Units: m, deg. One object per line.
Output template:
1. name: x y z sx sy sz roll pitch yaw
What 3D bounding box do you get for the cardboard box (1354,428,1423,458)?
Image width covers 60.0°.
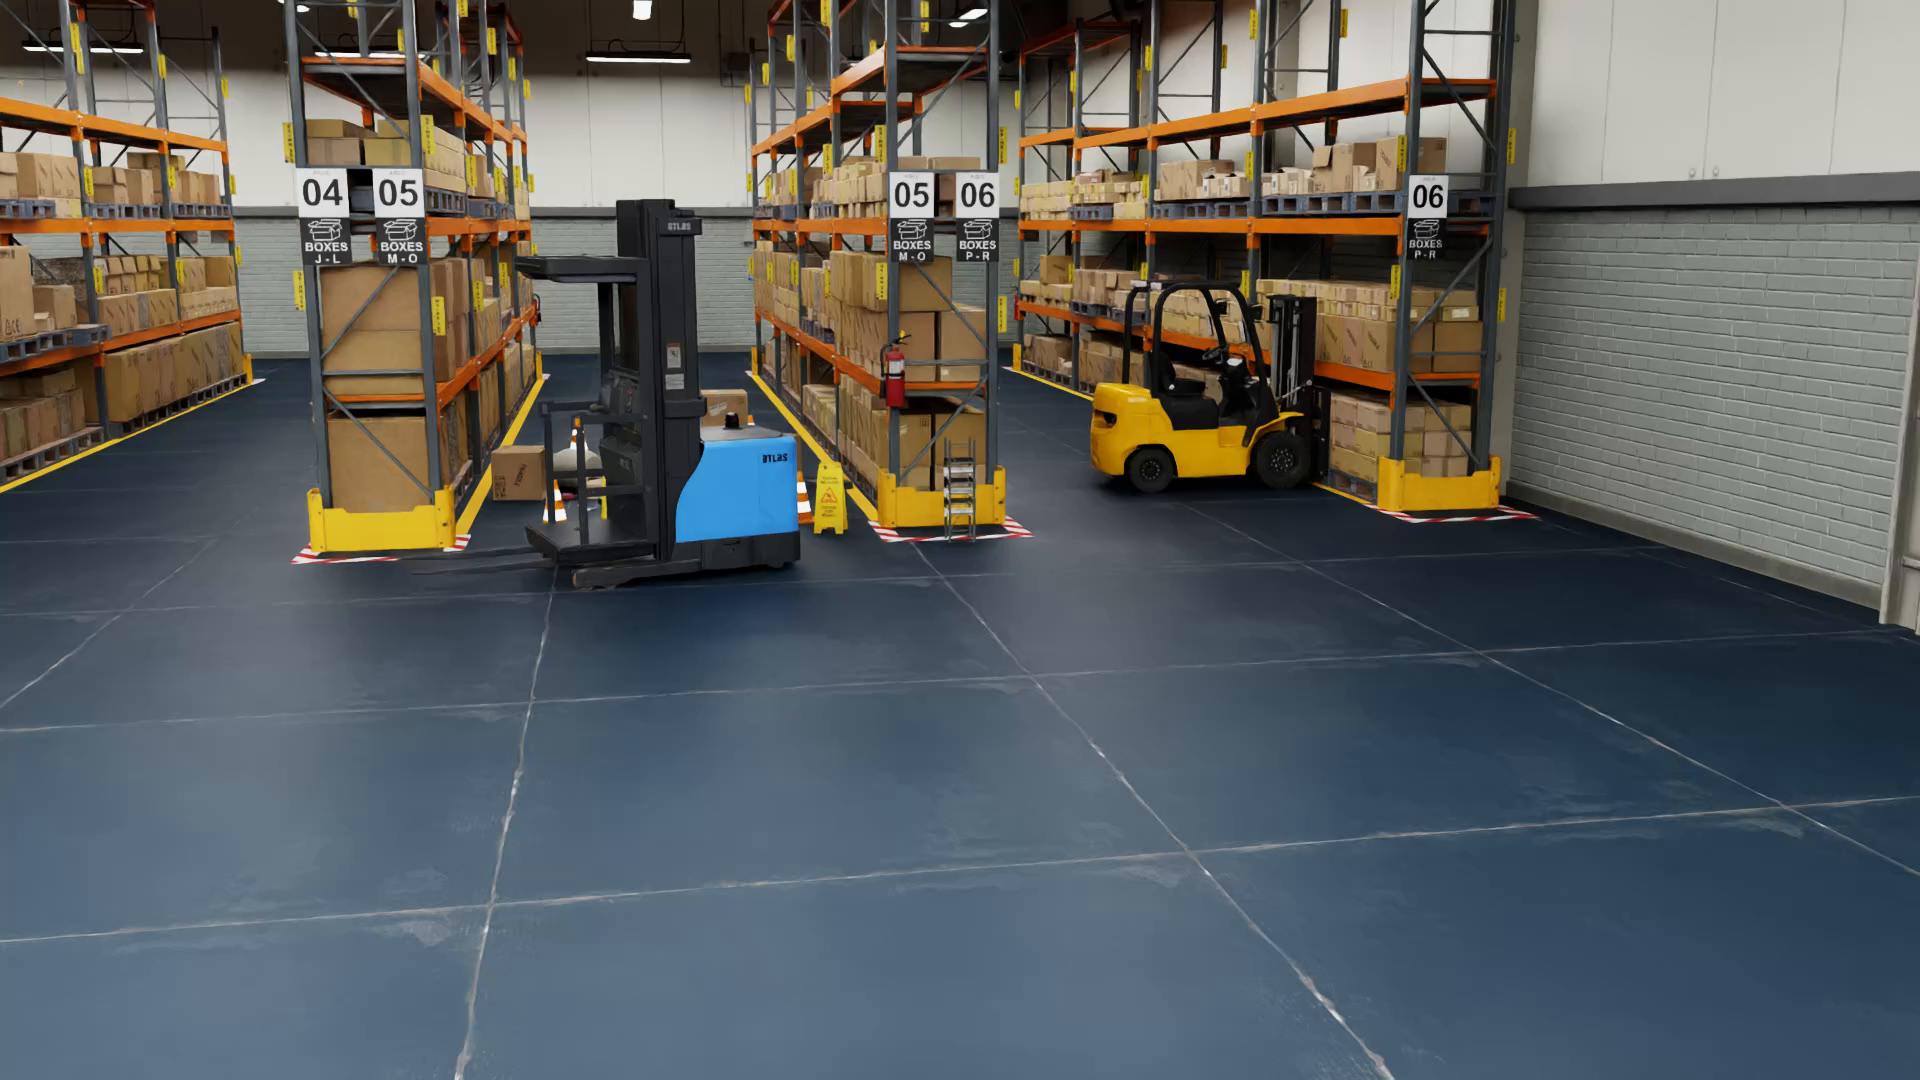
1. cardboard box: 4.311 -0.984 16.739 0.500 0.250 0.500 -2 11 -12

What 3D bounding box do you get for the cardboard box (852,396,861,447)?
1. cardboard box: -0.870 -1.271 17.575 0.500 0.500 0.500 -2 11 -8

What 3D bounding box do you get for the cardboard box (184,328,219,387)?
1. cardboard box: -12.436 -2.916 26.555 0.875 0.875 0.875 -2 11 -11

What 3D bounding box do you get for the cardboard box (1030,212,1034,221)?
1. cardboard box: 1.491 -5.879 30.210 0.380 0.149 0.250 -2 11 -10

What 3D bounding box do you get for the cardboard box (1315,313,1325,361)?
1. cardboard box: 4.058 -2.216 18.051 0.500 0.500 0.500 -2 11 -11

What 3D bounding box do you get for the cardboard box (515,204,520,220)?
1. cardboard box: -7.157 -5.121 25.957 0.500 0.250 0.500 -2 11 -8

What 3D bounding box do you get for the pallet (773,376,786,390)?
1. pallet: -2.561 -2.597 27.778 1.003 0.211 1.213 -2 11 -11

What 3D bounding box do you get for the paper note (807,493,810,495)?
1. paper note: -1.641 -0.475 17.109 0.142 0.019 0.148 -6 13 -31

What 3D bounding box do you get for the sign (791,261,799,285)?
1. sign: -2.256 -3.639 22.698 0.100 0.325 0.005 -2 11 -11

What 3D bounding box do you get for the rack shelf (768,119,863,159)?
1. rack shelf: -2.101 -5.855 24.387 1.077 0.370 4.000 -2 11 -11

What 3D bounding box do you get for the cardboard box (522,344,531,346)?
1. cardboard box: -7.753 -3.370 29.291 0.380 0.149 0.250 -2 11 -10

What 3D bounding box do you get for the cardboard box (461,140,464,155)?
1. cardboard box: -5.386 -4.101 17.346 0.380 0.149 0.250 -2 11 -11

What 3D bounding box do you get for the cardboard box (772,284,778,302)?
1. cardboard box: -2.681 -3.906 26.259 0.500 0.250 0.500 -2 11 -13

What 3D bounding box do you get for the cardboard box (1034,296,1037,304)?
1. cardboard box: 1.564 -4.406 30.493 0.380 0.149 0.250 -2 11 -9

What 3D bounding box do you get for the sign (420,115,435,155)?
1. sign: -4.447 -3.386 13.894 0.100 0.325 0.005 -2 11 -11

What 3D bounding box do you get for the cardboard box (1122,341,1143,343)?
1. cardboard box: 2.844 -3.154 27.071 0.380 0.149 0.250 -2 11 -10

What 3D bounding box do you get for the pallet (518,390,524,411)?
1. pallet: -7.173 -2.114 25.238 1.003 0.211 1.213 -2 11 -11

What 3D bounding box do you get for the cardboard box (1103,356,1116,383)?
1. cardboard box: 2.552 -2.603 25.913 0.500 0.500 0.500 -3 11 -13

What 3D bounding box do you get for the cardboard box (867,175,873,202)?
1. cardboard box: -0.604 -3.347 15.842 0.500 0.250 0.500 -2 11 -12

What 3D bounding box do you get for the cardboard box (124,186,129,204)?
1. cardboard box: -12.086 -4.896 23.491 0.500 0.311 0.500 -3 11 -13

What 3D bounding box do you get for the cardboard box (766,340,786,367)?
1. cardboard box: -3.042 -3.389 30.208 0.875 0.438 0.875 -3 11 -13

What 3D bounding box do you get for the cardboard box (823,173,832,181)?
1. cardboard box: -1.392 -4.497 20.222 0.500 0.250 0.500 -2 11 -10

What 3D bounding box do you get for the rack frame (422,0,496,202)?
1. rack frame: -6.548 -5.840 21.312 1.000 3.000 0.127 -2 11 -11

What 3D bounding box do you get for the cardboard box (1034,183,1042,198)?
1. cardboard box: 1.631 -6.255 29.785 0.500 0.250 0.500 -2 11 -12

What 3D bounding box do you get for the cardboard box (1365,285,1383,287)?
1. cardboard box: 4.583 -2.673 17.921 0.380 0.149 0.250 -2 11 -11

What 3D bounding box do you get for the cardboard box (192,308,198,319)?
1. cardboard box: -12.045 -3.504 25.756 0.380 0.149 0.250 -2 11 -9

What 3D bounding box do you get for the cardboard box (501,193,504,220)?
1. cardboard box: -6.502 -4.621 22.664 0.500 0.500 0.500 -2 11 -11

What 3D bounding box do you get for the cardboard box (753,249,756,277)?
1. cardboard box: -3.454 -5.000 30.005 0.500 0.500 0.500 -2 11 -12

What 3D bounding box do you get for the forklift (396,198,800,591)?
1. forklift: -2.843 -1.161 12.960 3.031 2.935 1.130 -6 12 -27

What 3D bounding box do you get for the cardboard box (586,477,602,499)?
1. cardboard box: -3.629 -0.568 16.969 0.396 0.266 0.258 0 11 -1

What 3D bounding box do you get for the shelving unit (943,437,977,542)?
1. shelving unit: -0.002 -0.444 14.620 0.258 0.900 0.210 -2 11 -11

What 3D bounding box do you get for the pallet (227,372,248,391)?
1. pallet: -12.757 -2.684 28.236 1.003 0.211 1.213 -2 11 -11

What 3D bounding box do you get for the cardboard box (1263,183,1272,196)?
1. cardboard box: 3.723 -4.051 19.217 0.380 0.149 0.250 -2 11 -10

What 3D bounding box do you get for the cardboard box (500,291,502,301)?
1. cardboard box: -6.697 -3.454 23.574 0.380 0.149 0.250 -2 11 -12

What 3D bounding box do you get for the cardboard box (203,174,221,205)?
1. cardboard box: -12.835 -5.883 27.902 0.700 0.500 0.500 -3 11 -14

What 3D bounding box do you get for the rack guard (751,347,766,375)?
1. rack guard: -3.273 -3.335 30.881 1.175 0.500 0.348 -2 11 -11

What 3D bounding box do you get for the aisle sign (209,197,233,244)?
1. aisle sign: -12.709 -5.499 28.615 0.394 0.787 0.004 -2 11 -11

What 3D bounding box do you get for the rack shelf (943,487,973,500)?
1. rack shelf: -0.002 -0.411 14.626 0.258 0.077 0.200 -2 11 -11

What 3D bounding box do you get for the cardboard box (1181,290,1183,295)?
1. cardboard box: 3.199 -3.384 22.449 0.380 0.149 0.250 -2 11 -10

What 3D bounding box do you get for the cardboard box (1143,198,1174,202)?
1. cardboard box: 2.851 -4.925 23.860 0.380 0.149 0.250 -2 11 -10

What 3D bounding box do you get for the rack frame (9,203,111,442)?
1. rack frame: -11.433 -2.731 21.022 1.000 3.000 0.127 -2 11 -11

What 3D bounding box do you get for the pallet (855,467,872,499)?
1. pallet: -0.528 -0.642 17.504 1.003 0.211 1.213 -2 11 -11

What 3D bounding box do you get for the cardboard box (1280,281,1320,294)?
1. cardboard box: 3.903 -2.892 19.073 0.380 0.149 0.250 -2 11 -12

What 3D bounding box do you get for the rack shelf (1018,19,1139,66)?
1. rack shelf: 1.989 -8.599 28.845 1.077 0.370 4.000 -2 11 -11

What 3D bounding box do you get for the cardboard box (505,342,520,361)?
1. cardboard box: -6.933 -2.846 25.182 0.500 0.250 0.500 -2 11 -13

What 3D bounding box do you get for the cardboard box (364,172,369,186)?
1. cardboard box: -5.587 -3.266 15.095 0.380 0.149 0.250 -2 11 -12

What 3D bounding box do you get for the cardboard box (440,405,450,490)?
1. cardboard box: -5.362 -0.871 15.811 0.875 0.875 0.875 -2 11 -12

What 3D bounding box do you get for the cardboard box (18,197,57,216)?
1. cardboard box: -10.895 -3.870 19.385 0.500 0.250 0.500 -2 11 -9

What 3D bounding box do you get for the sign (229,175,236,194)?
1. sign: -12.454 -6.085 28.465 0.100 0.325 0.005 -2 11 -11

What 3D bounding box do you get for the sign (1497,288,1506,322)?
1. sign: 5.257 -2.289 16.171 0.100 0.325 0.005 -2 11 -11

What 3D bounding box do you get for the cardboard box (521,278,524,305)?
1. cardboard box: -7.279 -4.012 26.691 0.500 0.500 0.500 -2 11 -11

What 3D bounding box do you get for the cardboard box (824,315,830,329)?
1. cardboard box: -1.424 -2.620 19.988 0.380 0.149 0.250 -2 11 -12
